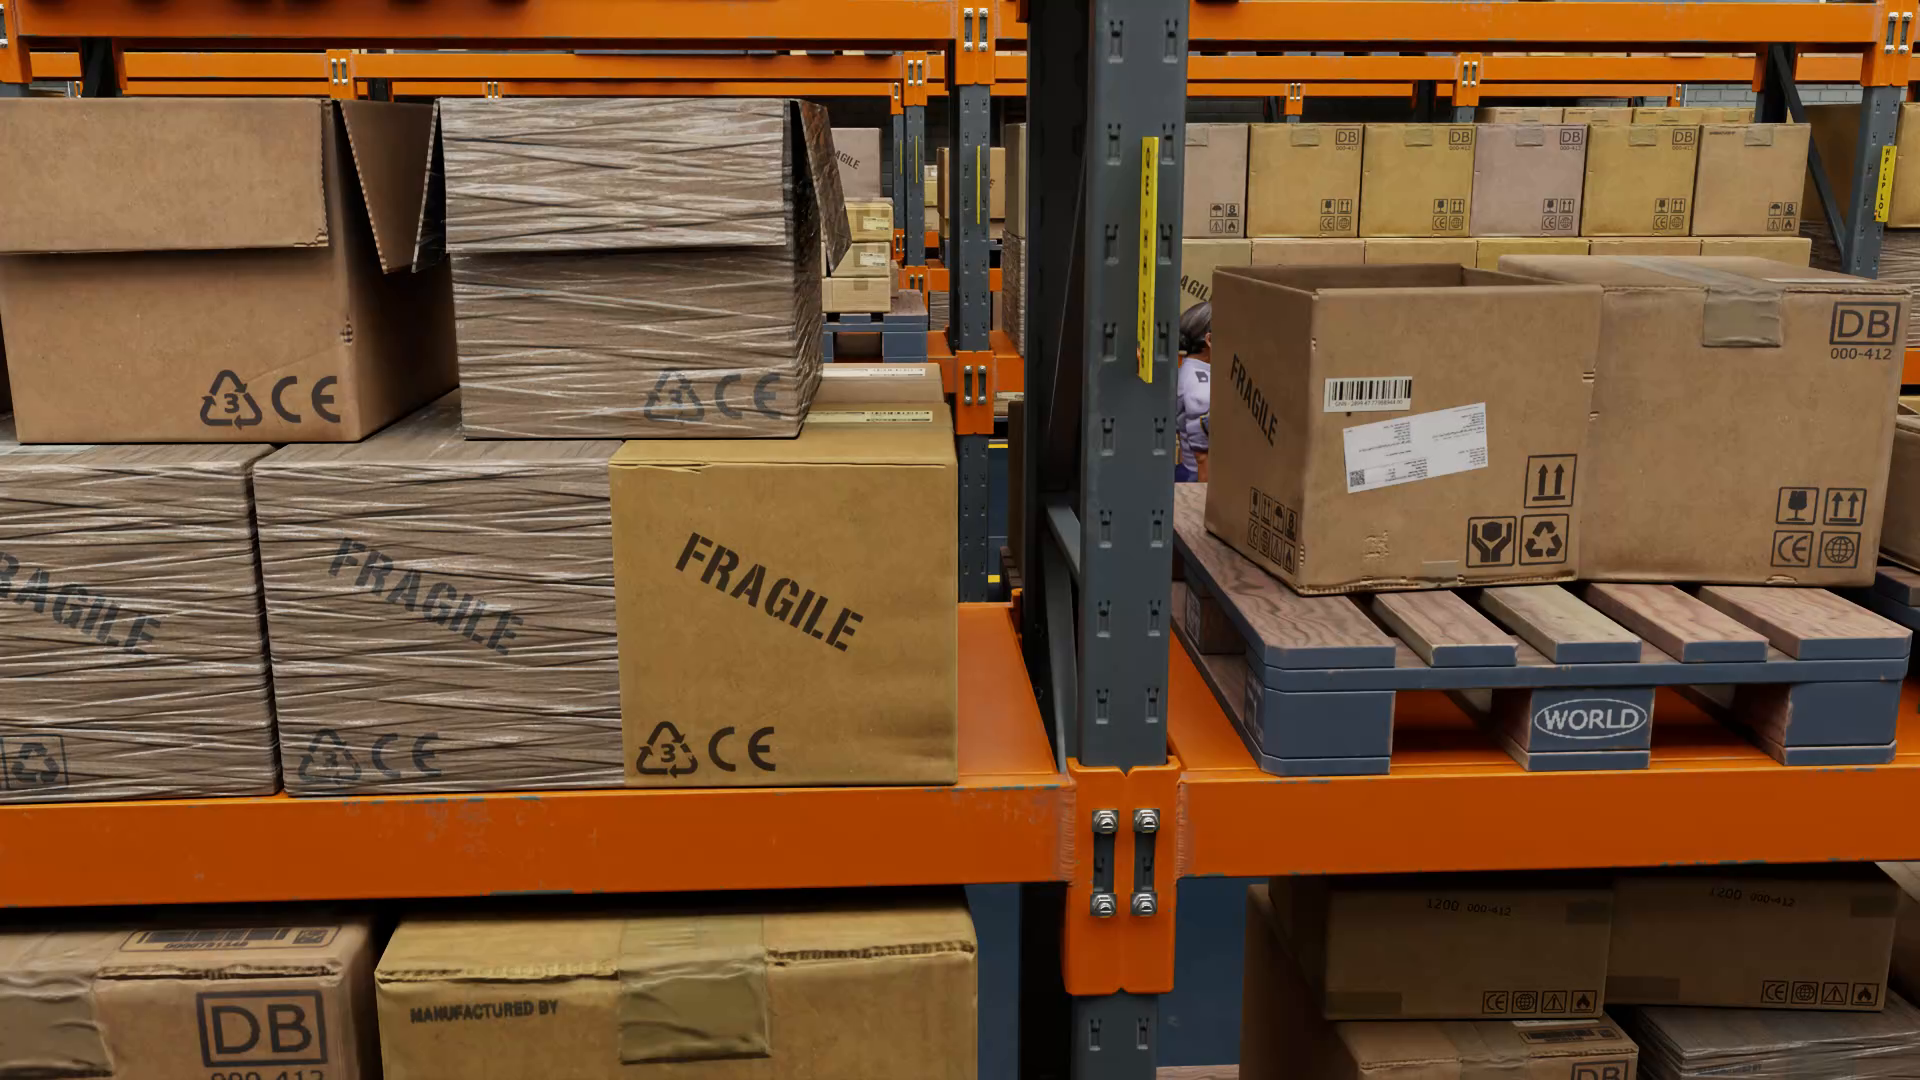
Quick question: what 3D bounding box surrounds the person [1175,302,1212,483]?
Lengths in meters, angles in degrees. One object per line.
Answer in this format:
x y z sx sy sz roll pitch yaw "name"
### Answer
0.944 -0.090 6.407 0.342 1.645 0.467 -1 14 -3 "person"
